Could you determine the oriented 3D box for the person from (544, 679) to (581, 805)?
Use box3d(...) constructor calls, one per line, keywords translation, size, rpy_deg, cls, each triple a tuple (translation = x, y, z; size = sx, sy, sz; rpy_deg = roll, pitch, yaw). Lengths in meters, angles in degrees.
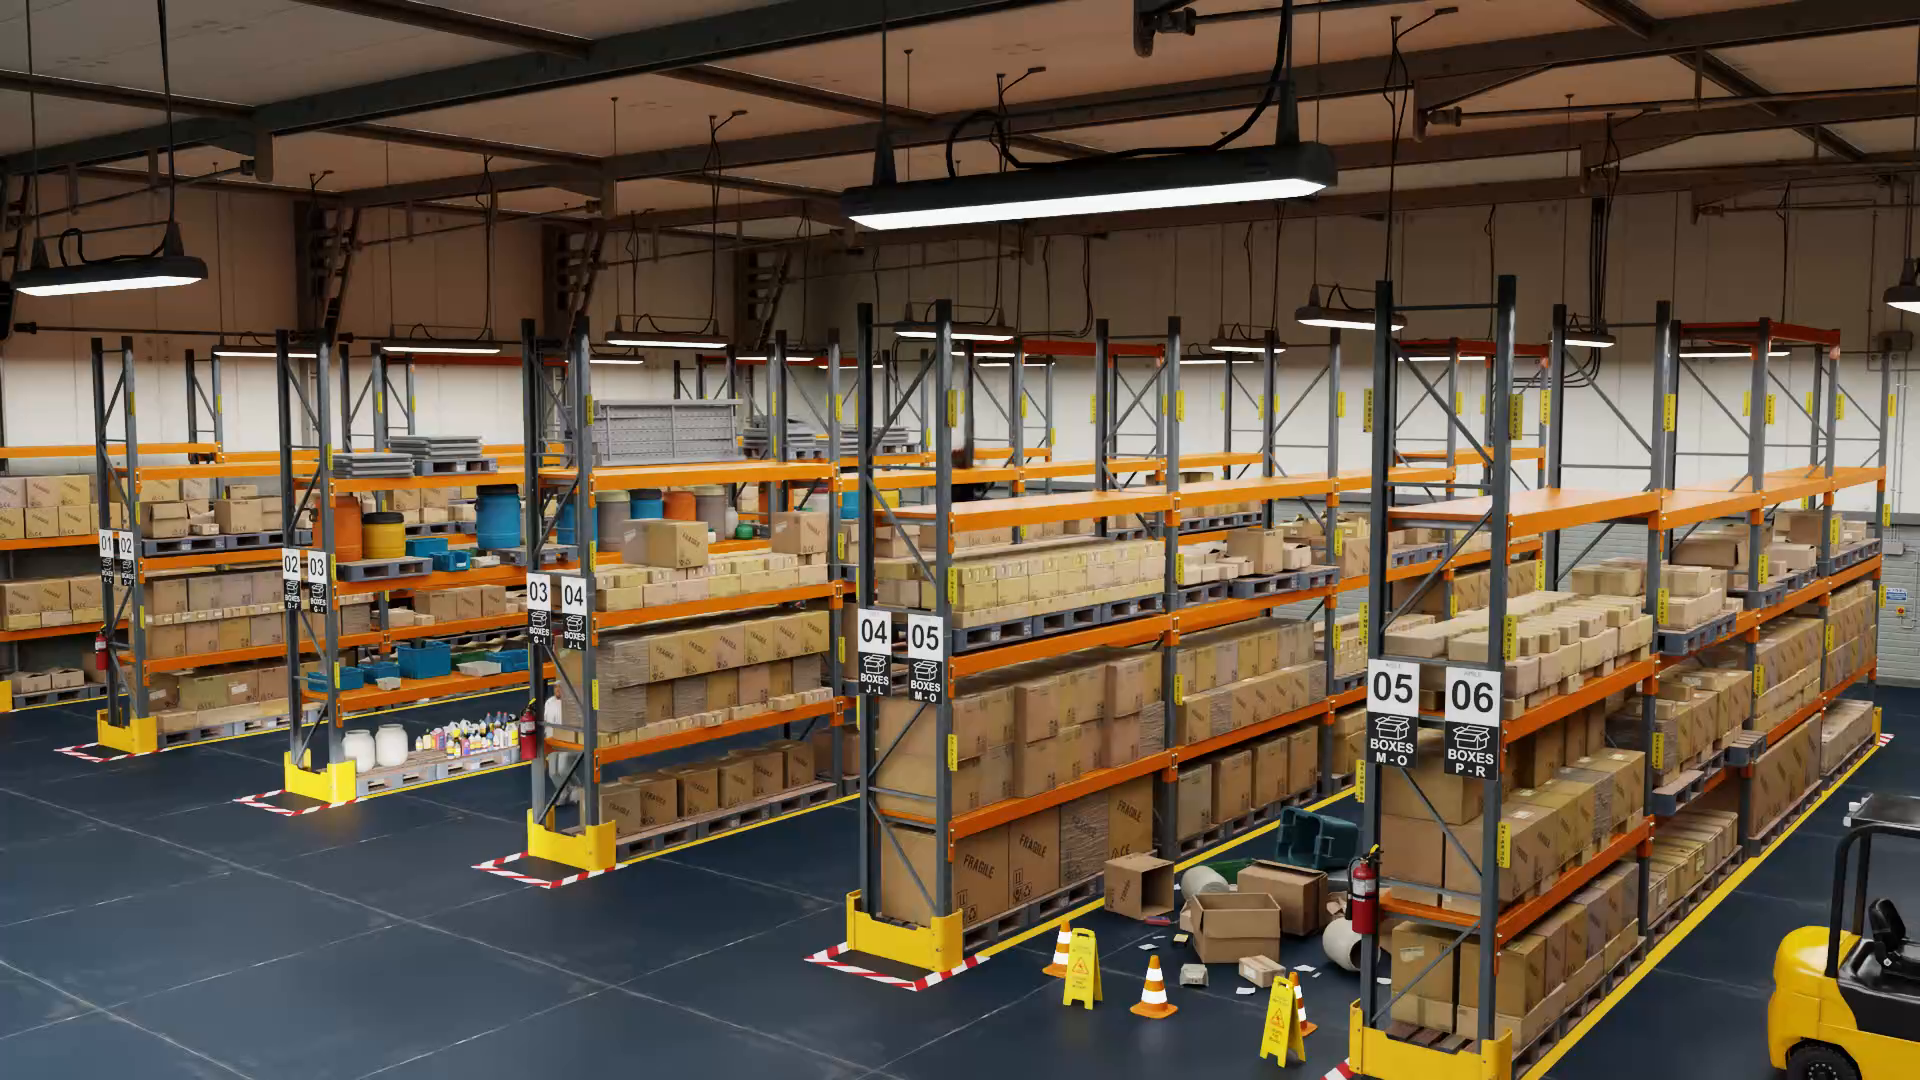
box3d(translation=(-5.033, 2.535, 20.849), size=(0.560, 1.619, 0.545), rpy_deg=(1, 5, 13), cls="person")
